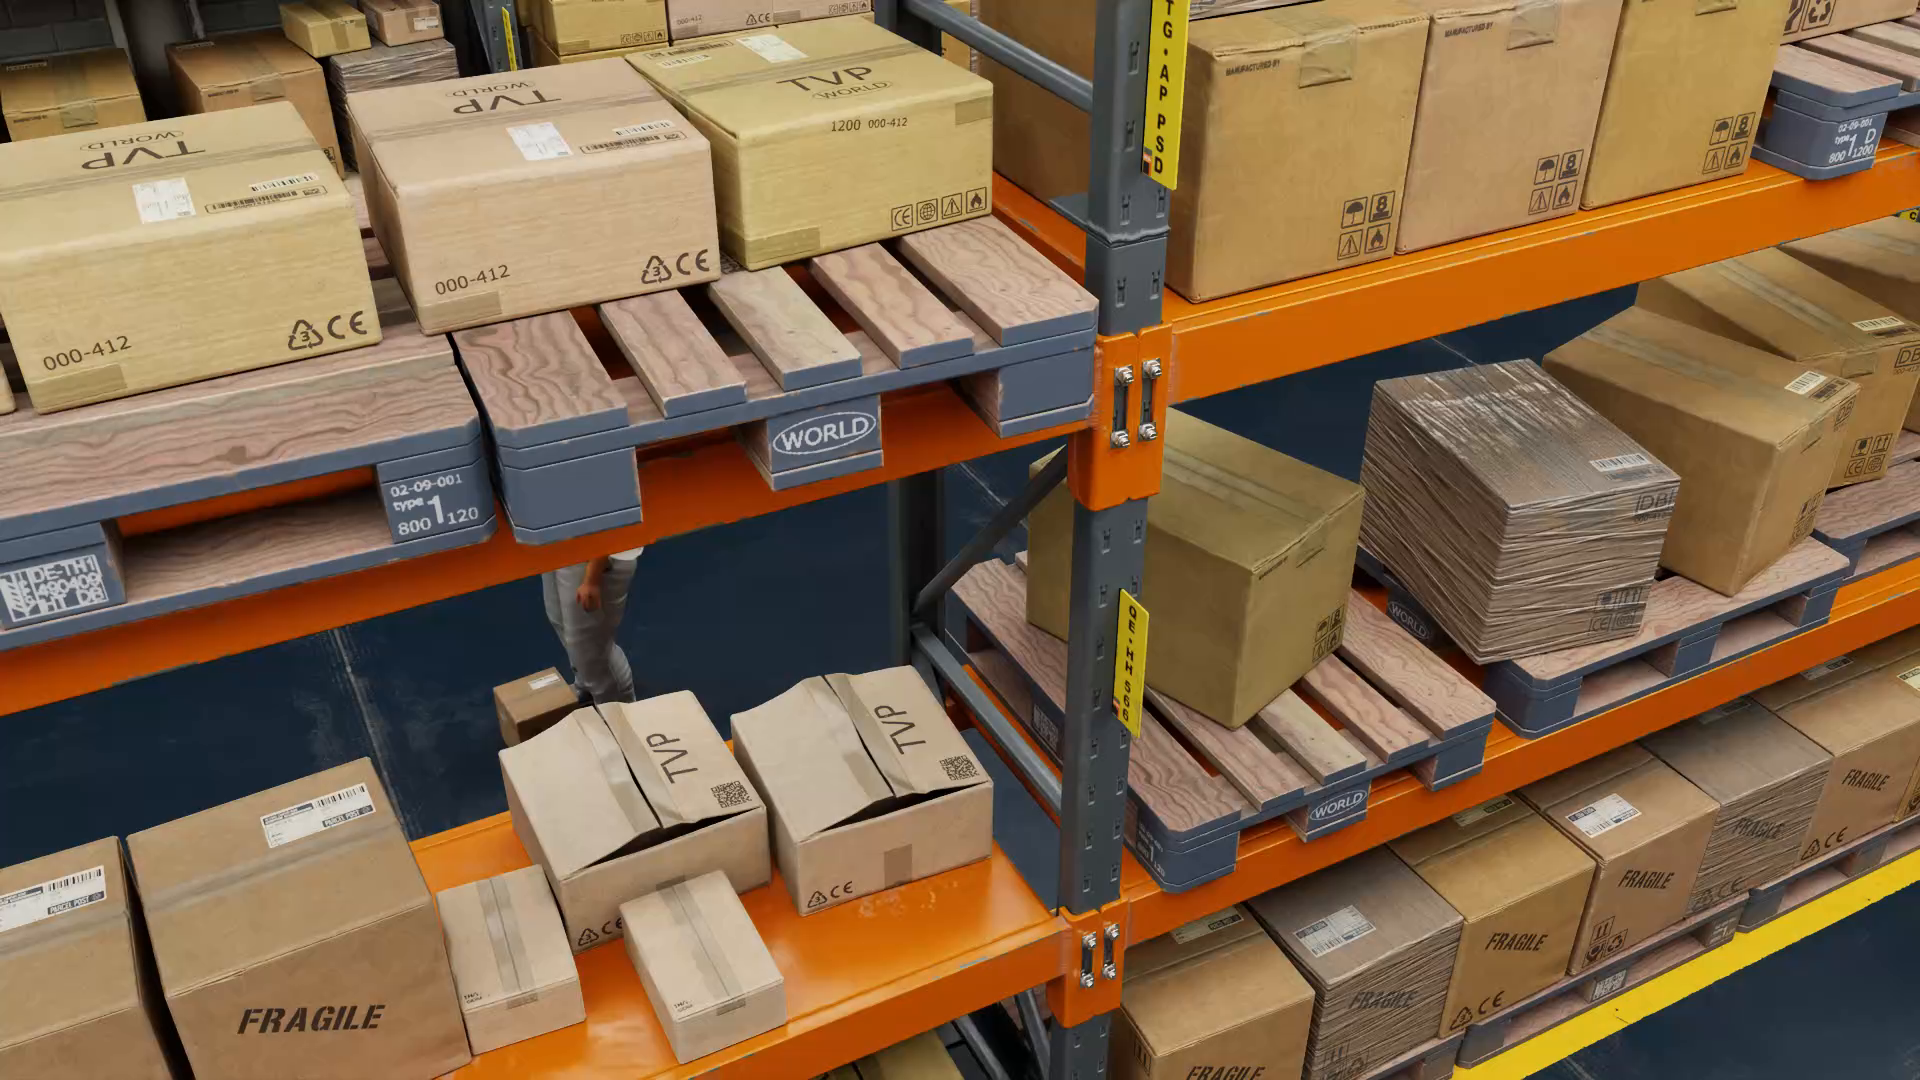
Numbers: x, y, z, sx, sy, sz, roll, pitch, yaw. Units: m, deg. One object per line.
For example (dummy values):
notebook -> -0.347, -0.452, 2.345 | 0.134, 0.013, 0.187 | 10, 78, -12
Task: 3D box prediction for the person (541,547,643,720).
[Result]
person -> -1.417, 0.042, 6.070 | 0.473, 1.666, 0.547 | -17, 37, -23
